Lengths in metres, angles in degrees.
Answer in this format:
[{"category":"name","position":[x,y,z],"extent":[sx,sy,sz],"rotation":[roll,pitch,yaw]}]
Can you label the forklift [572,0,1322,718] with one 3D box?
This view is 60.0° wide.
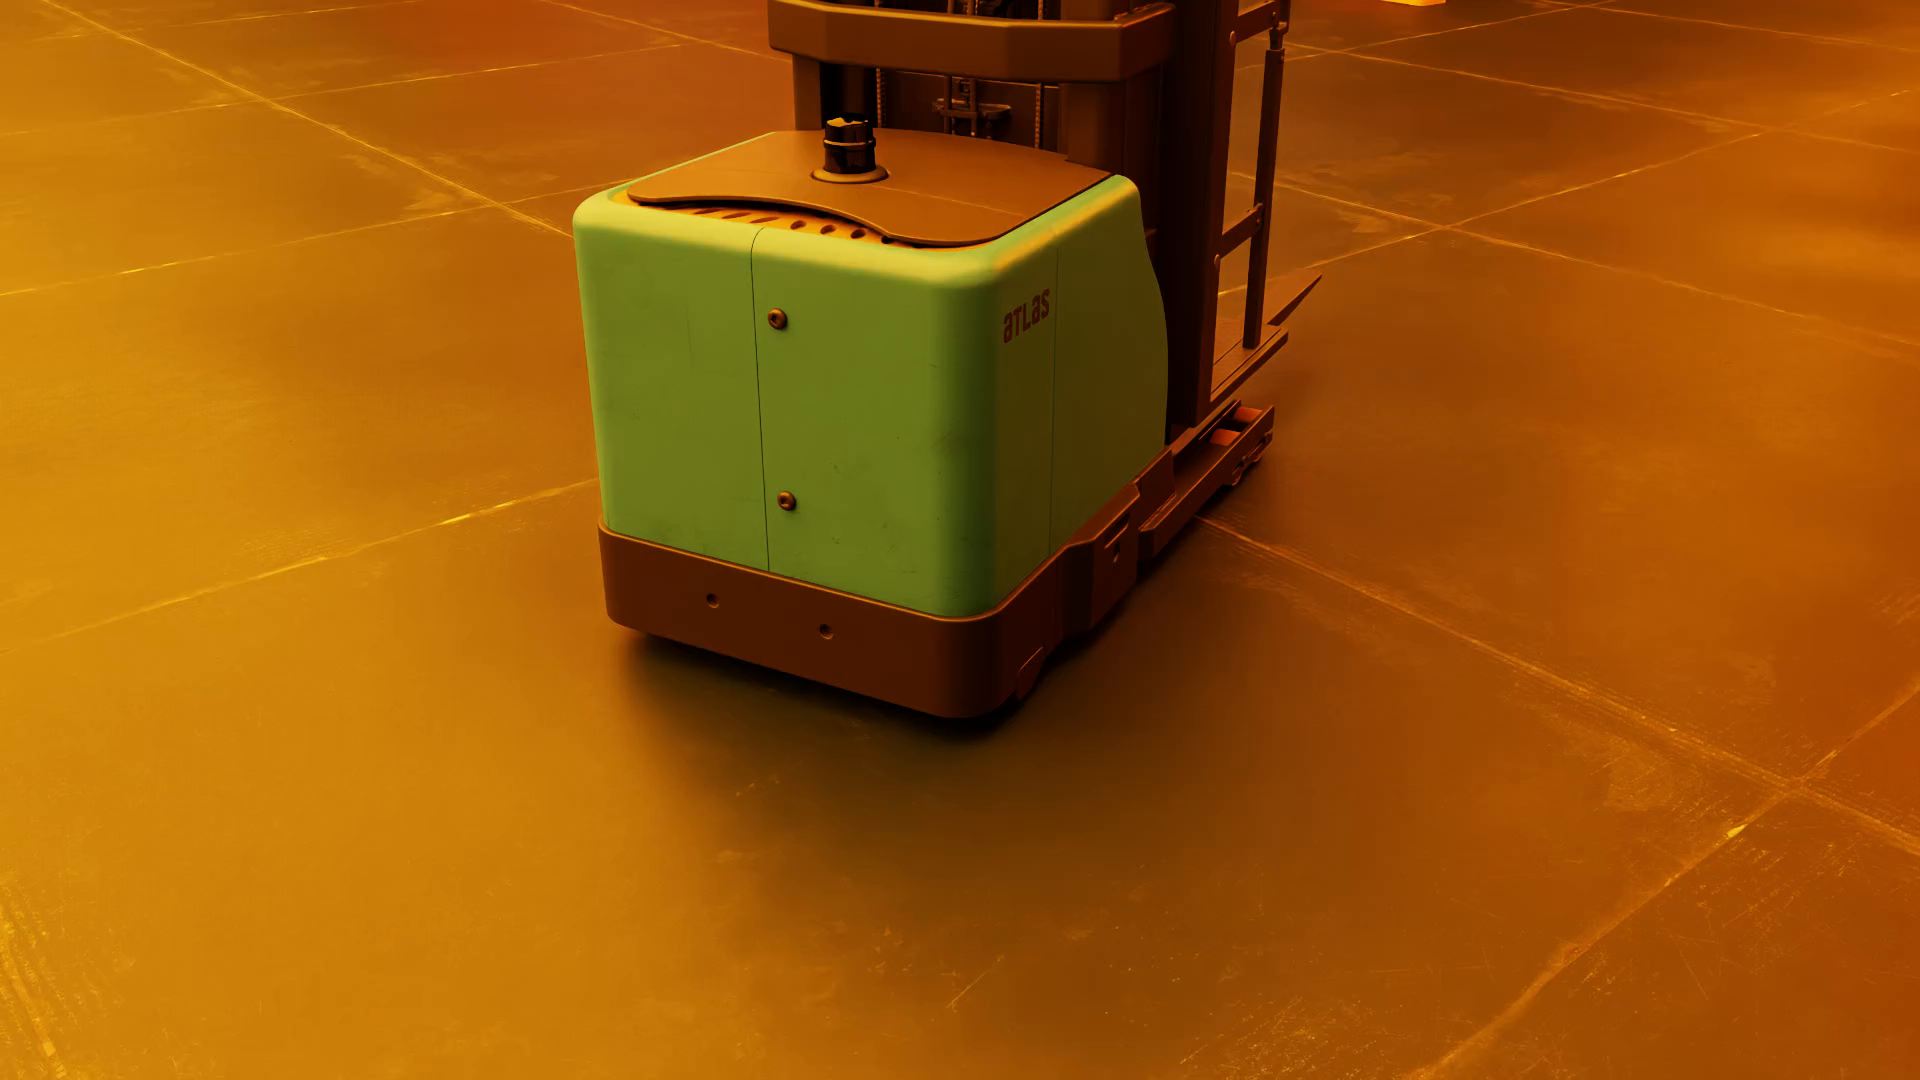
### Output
[{"category":"forklift","position":[0.285,-1.552,4.331],"extent":[1.130,2.935,3.031],"rotation":[13,29,25]}]
